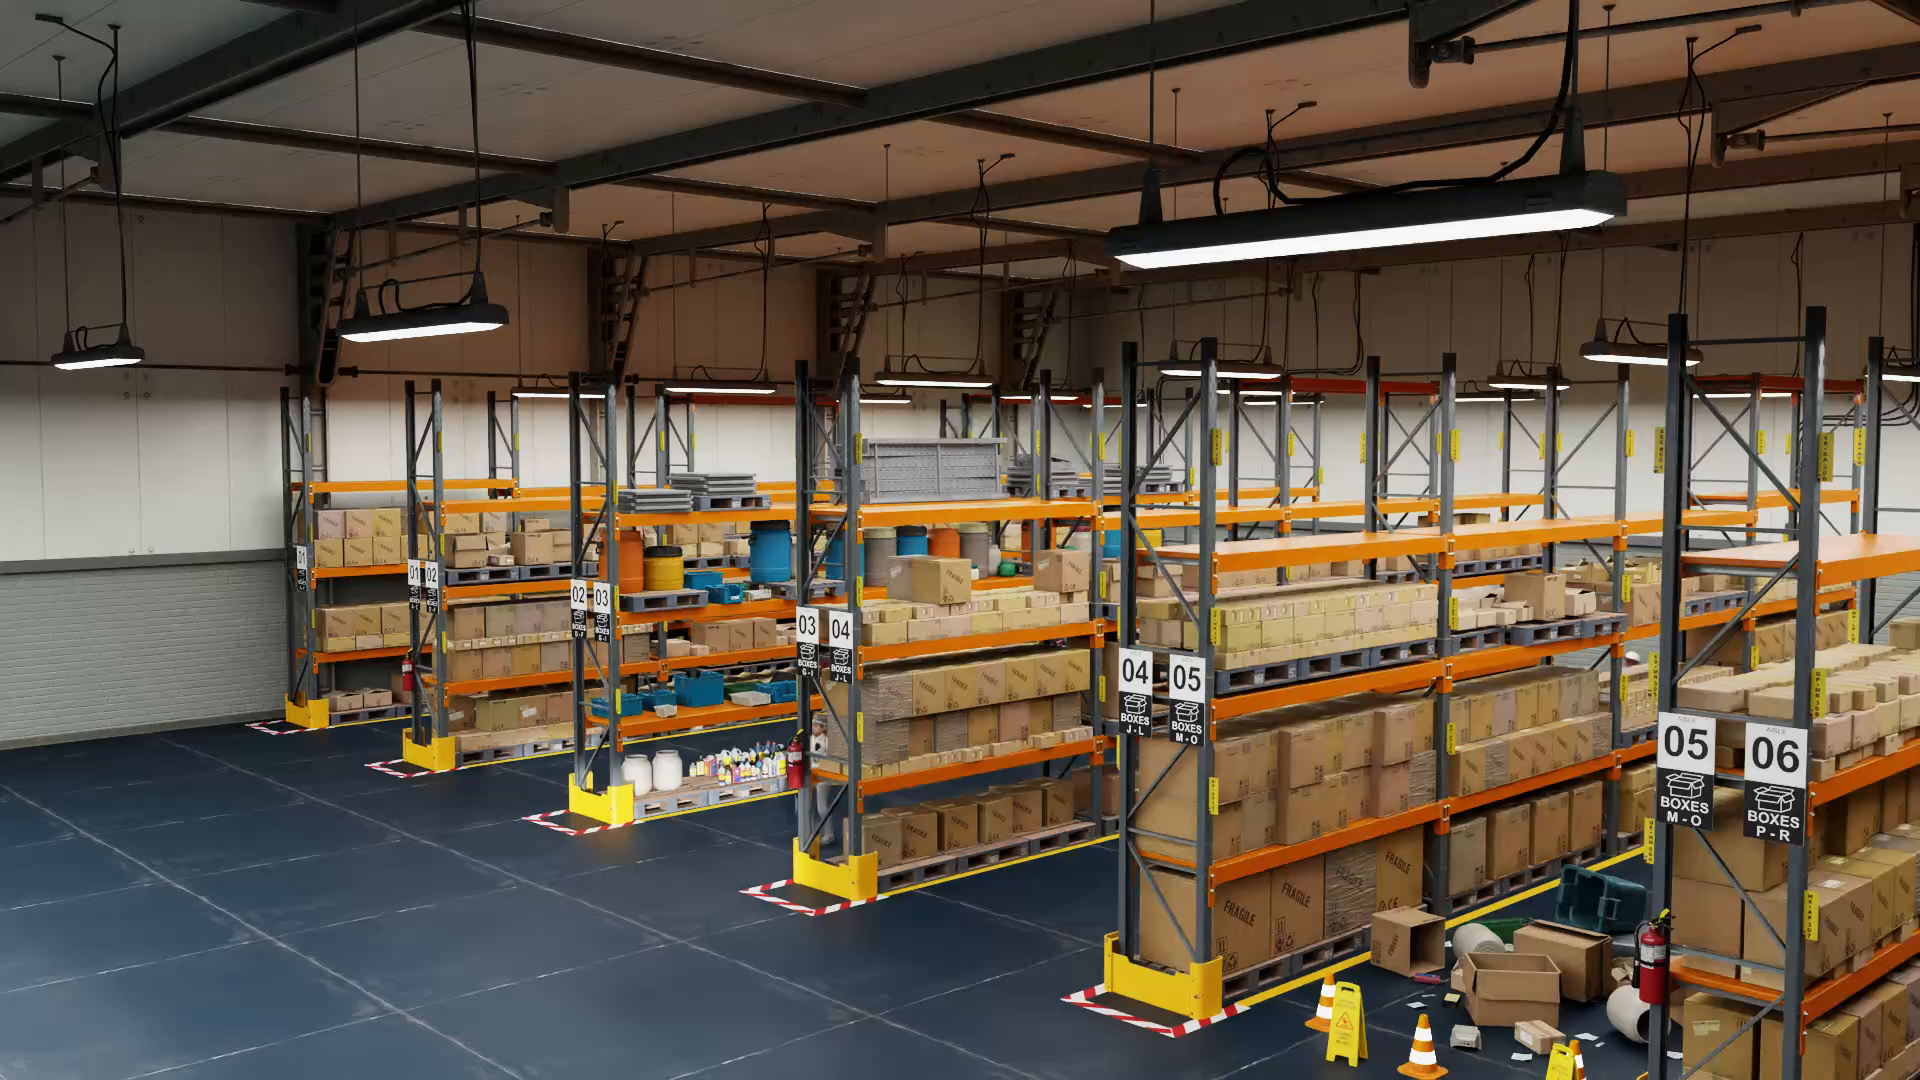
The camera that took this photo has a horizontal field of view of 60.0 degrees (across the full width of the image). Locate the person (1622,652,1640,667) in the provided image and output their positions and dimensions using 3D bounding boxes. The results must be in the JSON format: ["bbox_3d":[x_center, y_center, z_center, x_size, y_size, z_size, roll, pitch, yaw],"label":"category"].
[{"bbox_3d":[10.459,2.639,25.793,0.763,1.833,0.644,-3,5,-38],"label":"person"}]

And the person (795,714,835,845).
[{"bbox_3d":[-1.811,2.994,20.761,0.602,1.674,0.625,3,5,36],"label":"person"}]
